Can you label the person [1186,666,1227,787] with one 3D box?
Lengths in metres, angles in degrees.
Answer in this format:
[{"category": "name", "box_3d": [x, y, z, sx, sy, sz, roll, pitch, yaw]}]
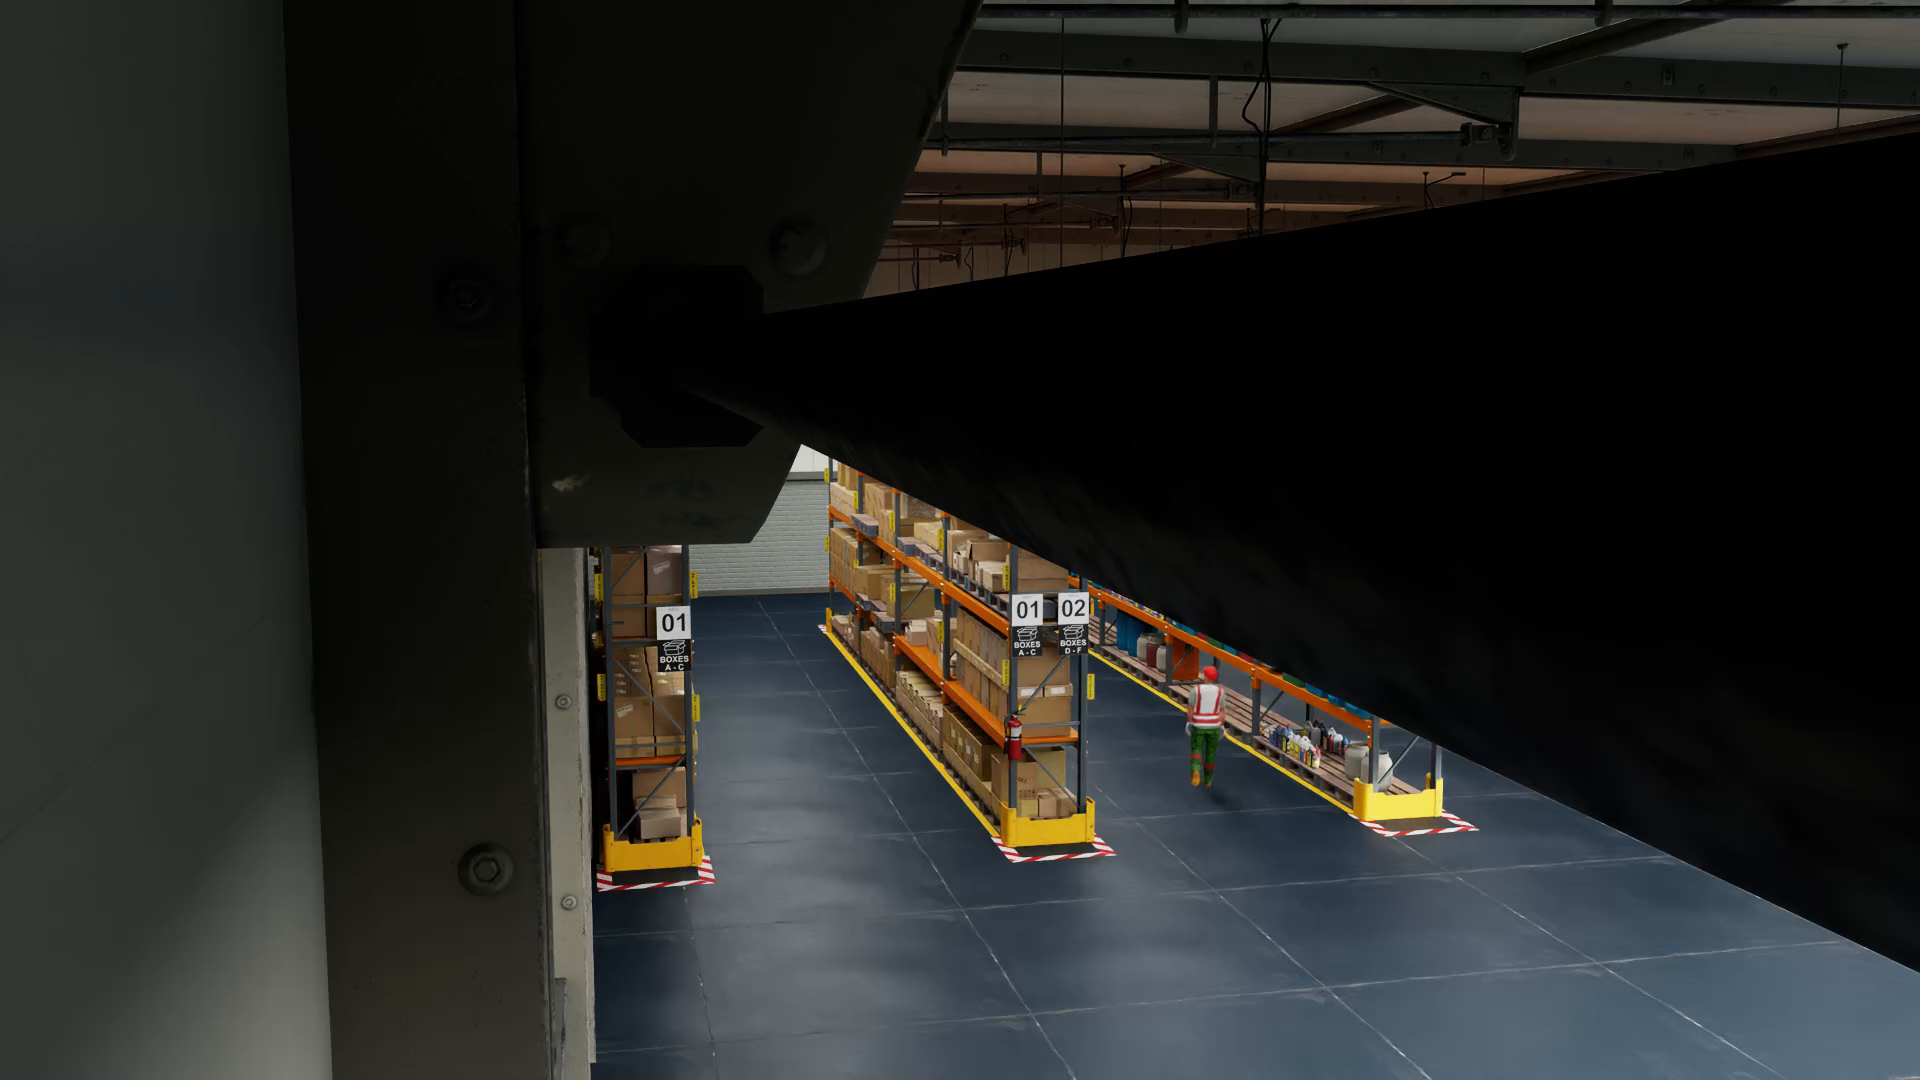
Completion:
[{"category": "person", "box_3d": [3.484, 2.650, 23.561, 0.558, 1.771, 0.671, 3, 7, 25]}]
